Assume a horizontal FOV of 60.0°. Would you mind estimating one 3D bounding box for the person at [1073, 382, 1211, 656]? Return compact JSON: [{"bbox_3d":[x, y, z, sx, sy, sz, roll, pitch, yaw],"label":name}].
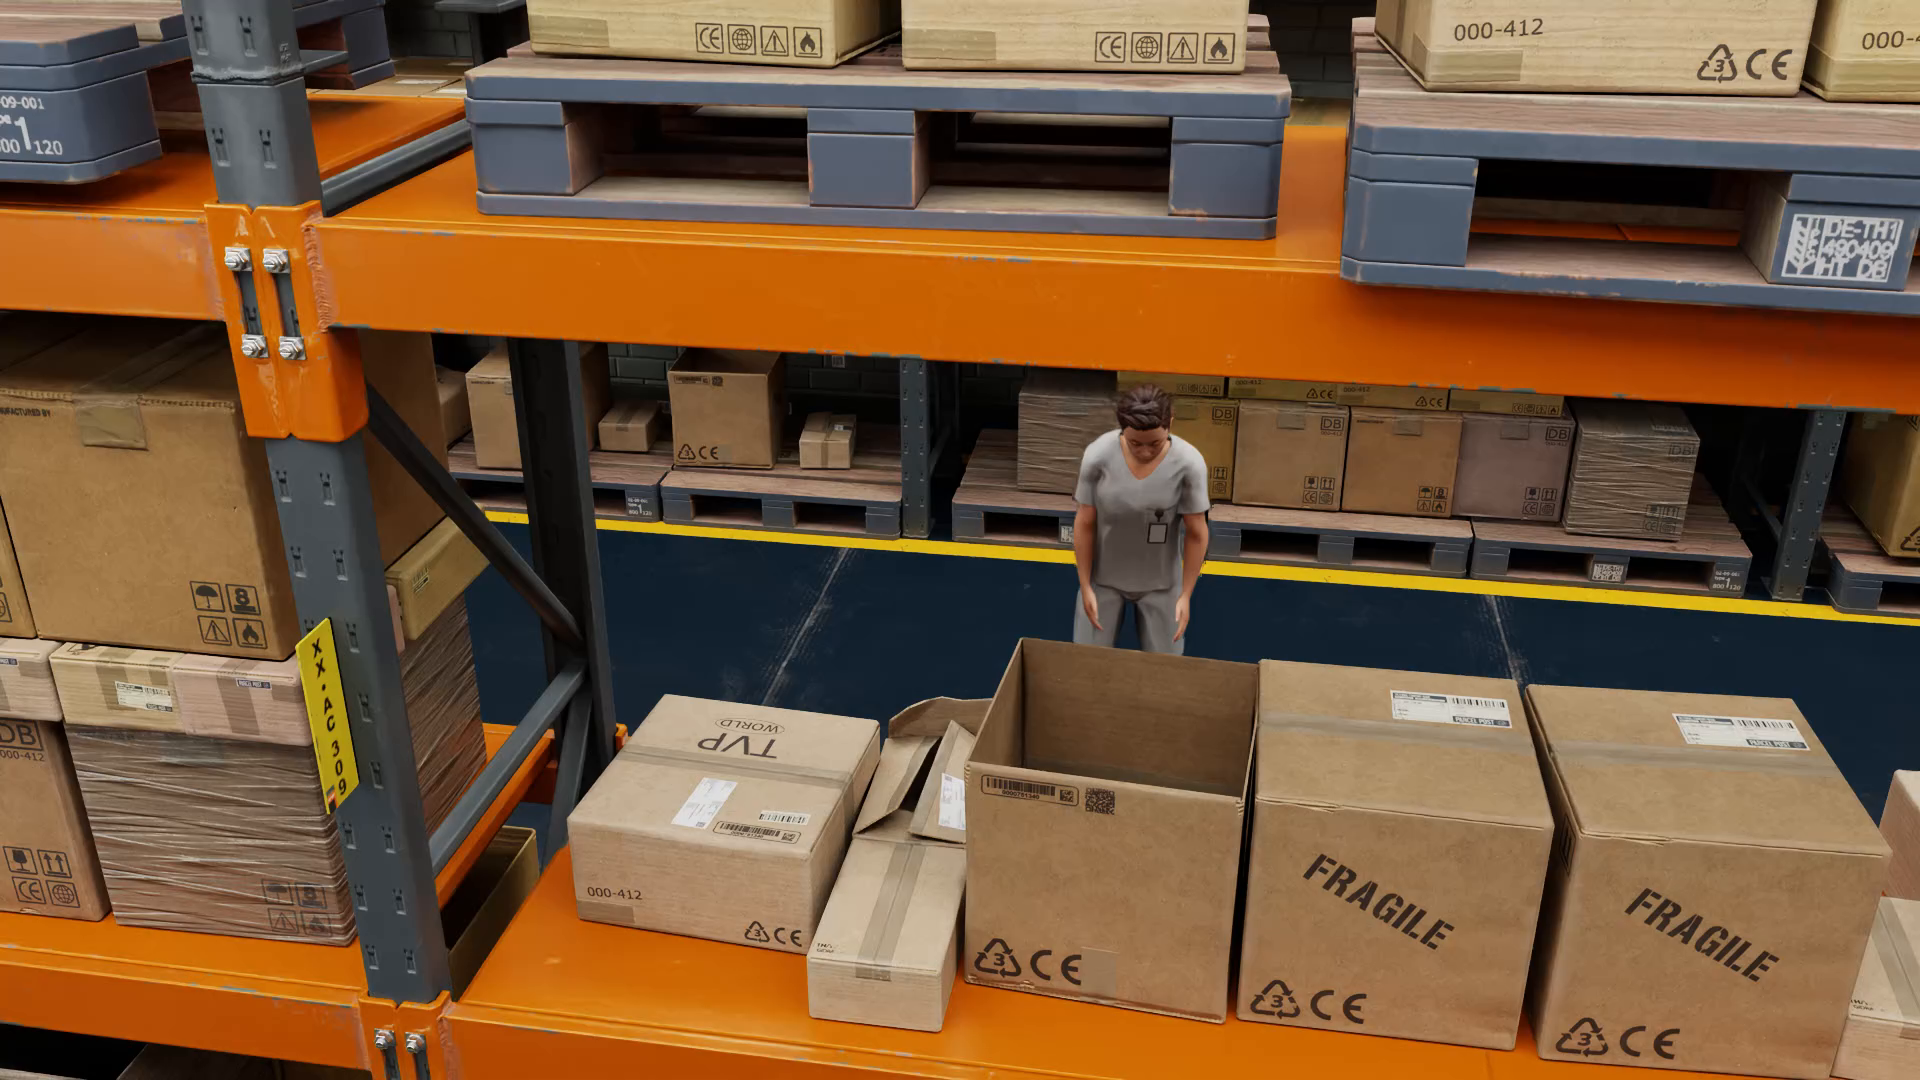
[{"bbox_3d":[0.623,0.176,5.830,0.468,1.603,0.426,5,25,10],"label":"person"}]
